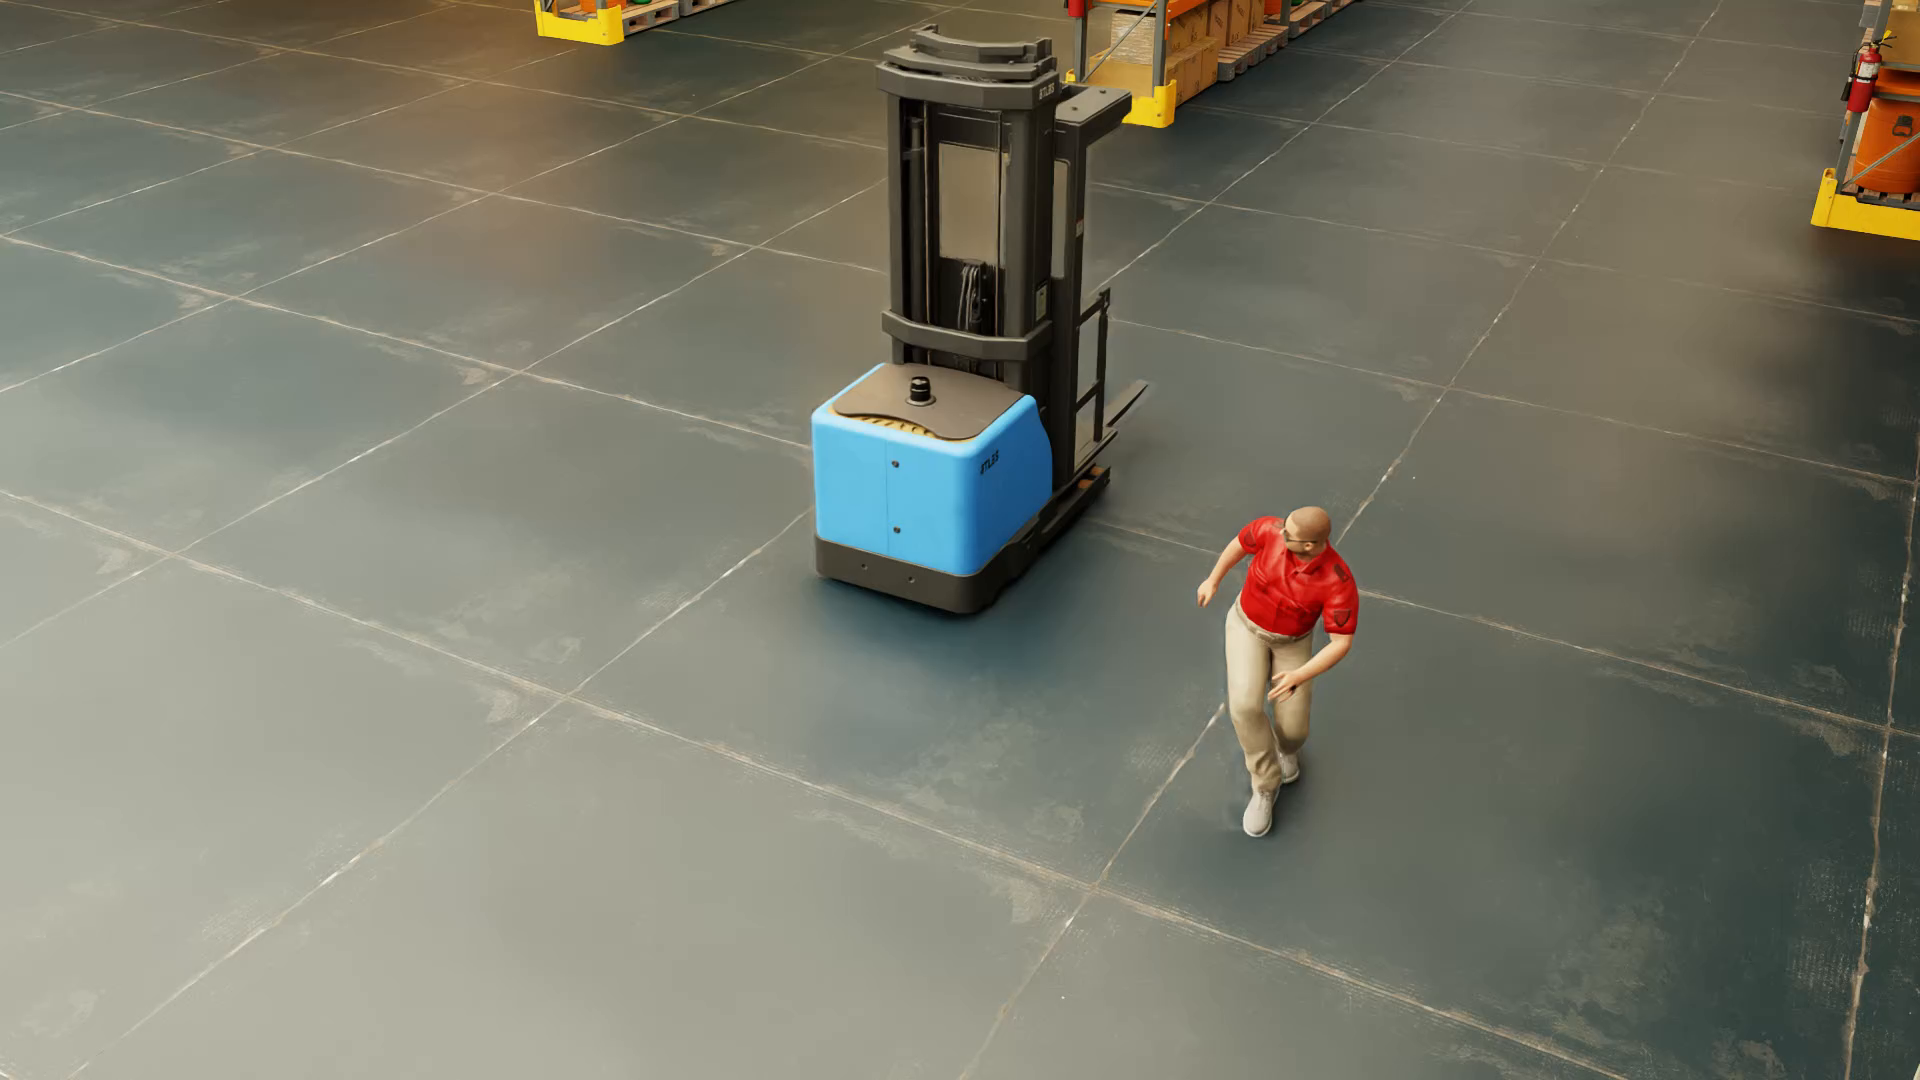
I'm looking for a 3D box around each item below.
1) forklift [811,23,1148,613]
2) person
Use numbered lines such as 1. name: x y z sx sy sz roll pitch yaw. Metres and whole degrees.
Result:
1. forklift: 0.298 -1.575 9.800 1.130 2.935 3.031 15 33 24
2. person: 1.391 0.511 7.585 0.774 1.560 0.797 10 31 16
